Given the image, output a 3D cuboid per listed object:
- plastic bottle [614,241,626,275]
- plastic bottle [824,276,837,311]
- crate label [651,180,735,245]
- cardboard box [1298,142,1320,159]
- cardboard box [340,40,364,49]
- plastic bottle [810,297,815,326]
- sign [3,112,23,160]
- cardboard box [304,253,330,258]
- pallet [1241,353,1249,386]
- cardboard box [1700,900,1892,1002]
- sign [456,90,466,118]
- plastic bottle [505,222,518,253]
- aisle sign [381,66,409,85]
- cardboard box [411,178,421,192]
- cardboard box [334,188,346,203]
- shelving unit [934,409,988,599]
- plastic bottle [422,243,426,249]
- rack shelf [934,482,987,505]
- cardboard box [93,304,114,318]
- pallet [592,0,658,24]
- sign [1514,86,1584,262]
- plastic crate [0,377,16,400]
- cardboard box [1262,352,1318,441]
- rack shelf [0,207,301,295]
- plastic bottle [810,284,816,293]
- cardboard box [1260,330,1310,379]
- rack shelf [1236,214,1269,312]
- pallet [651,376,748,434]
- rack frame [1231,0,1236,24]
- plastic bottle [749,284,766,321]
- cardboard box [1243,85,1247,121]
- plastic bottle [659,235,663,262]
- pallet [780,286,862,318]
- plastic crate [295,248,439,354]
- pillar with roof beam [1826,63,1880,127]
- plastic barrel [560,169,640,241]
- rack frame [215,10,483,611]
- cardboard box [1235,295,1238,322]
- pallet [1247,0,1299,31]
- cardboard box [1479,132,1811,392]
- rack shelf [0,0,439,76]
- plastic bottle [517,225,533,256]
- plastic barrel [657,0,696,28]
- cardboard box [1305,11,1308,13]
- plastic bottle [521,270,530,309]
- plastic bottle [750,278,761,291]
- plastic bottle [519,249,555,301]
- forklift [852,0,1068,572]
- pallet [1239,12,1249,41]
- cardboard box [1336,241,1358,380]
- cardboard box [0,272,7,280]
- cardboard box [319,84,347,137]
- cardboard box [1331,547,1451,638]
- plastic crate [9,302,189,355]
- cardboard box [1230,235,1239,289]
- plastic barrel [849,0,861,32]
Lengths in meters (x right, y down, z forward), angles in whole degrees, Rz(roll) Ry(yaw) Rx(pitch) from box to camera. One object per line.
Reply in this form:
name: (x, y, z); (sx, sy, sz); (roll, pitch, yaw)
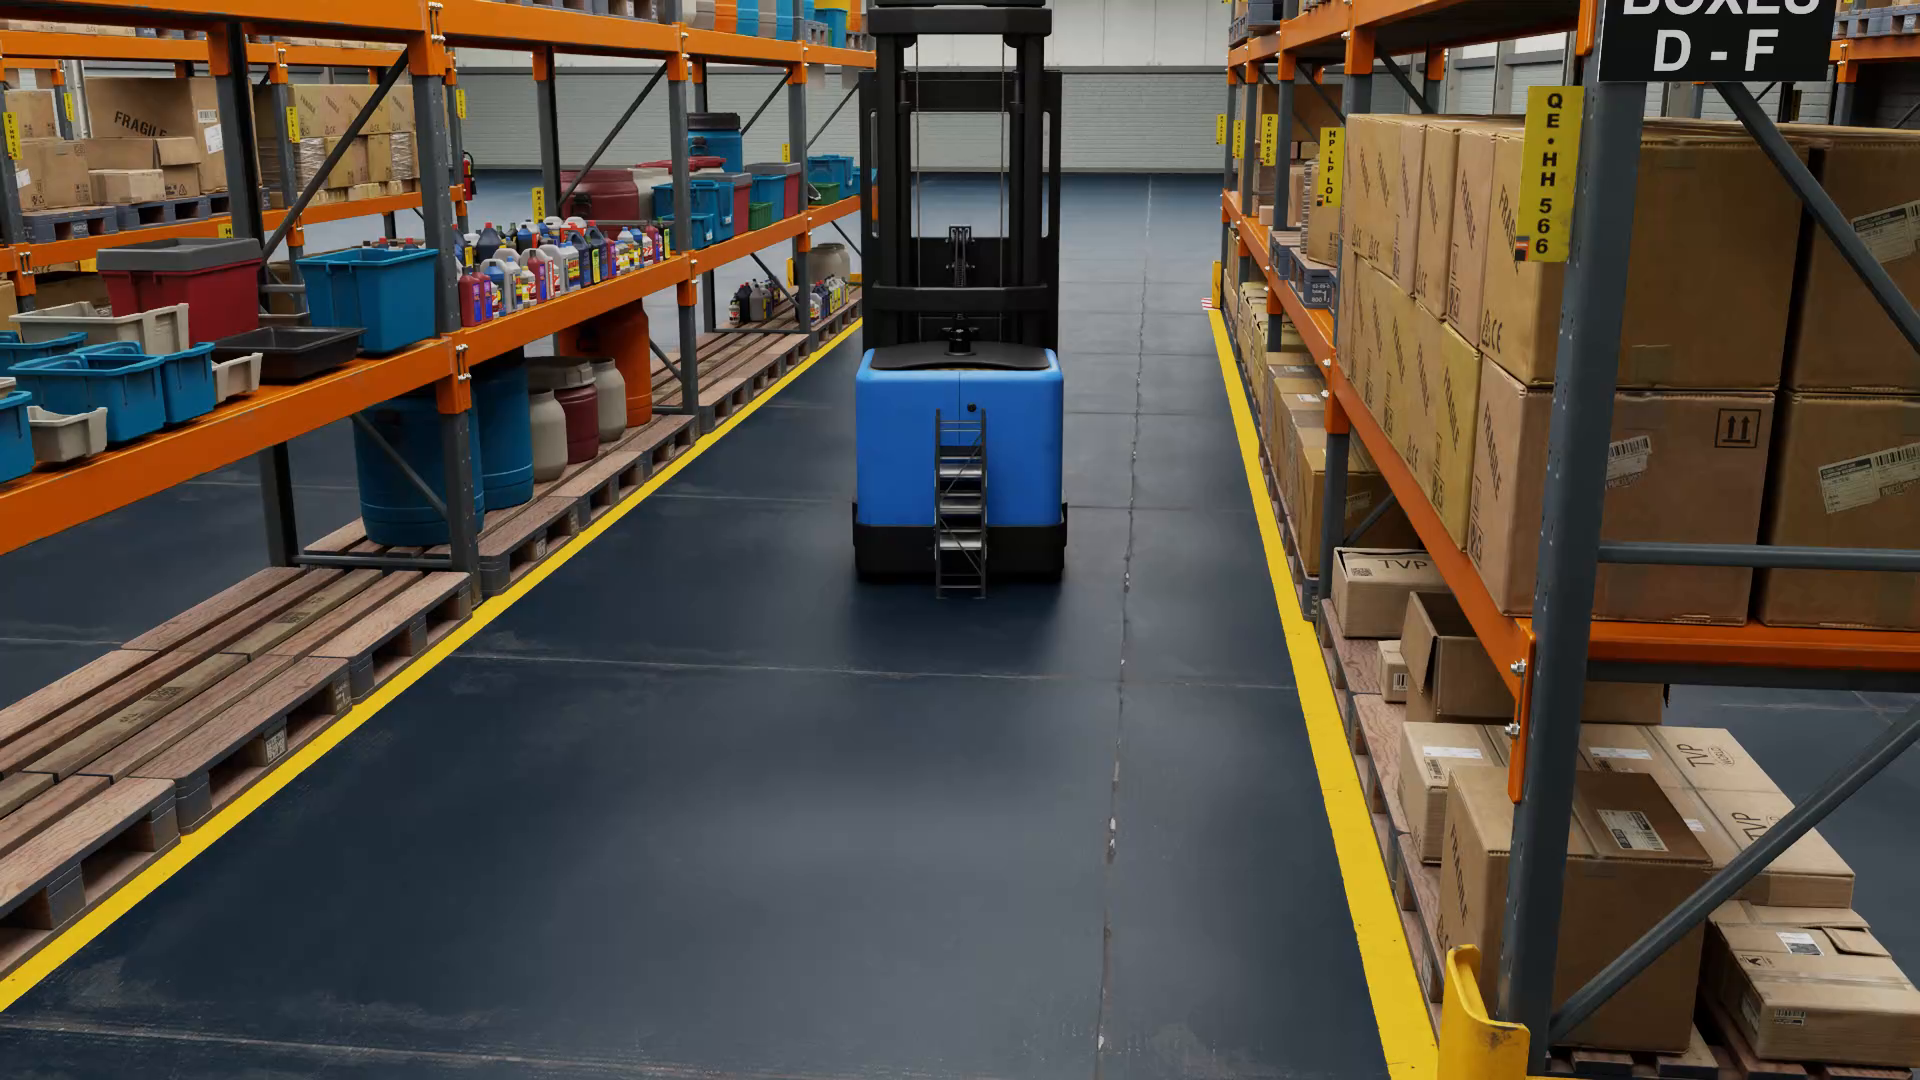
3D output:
plastic bottle: (-2.101, -1.725, 10.176); (0.097, 0.201, 0.097); (0, 15, 0)
plastic bottle: (-1.332, -2.507, 16.918); (0.144, 0.351, 0.185); (2, 15, 6)
crate label: (-1.976, -2.446, 12.394); (0.502, 0.435, 0.616); (2, 15, 6)
cardboard box: (3.239, -3.495, 14.907); (0.380, 0.149, 0.250); (2, 15, 6)
cardboard box: (-6.400, -5.113, 16.866); (0.500, 0.250, 0.500); (1, 15, 4)
plastic bottle: (-1.434, -2.182, 15.868); (0.097, 0.271, 0.097); (0, 15, 0)
sign: (-6.726, -2.869, 11.806); (0.100, 0.325, 0.005); (2, 15, 6)
cardboard box: (-6.692, -2.773, 17.656); (0.500, 0.500, 0.500); (0, 15, 1)
pallet: (2.972, -1.532, 14.421); (1.003, 0.211, 1.213); (2, 15, 6)
cardboard box: (2.079, 1.035, 4.175); (0.380, 0.166, 0.250); (2, 15, 6)
sign: (-5.826, -5.090, 19.416); (0.100, 0.325, 0.005); (2, 15, 6)
plastic bottle: (-2.839, -1.867, 10.543); (0.061, 0.283, 0.133); (2, 15, 6)
aisle sign: (-6.666, -5.680, 19.440); (0.394, 0.787, 0.004); (2, 15, 6)
cardboard box: (-6.251, -4.003, 18.701); (0.380, 0.149, 0.250); (2, 15, 6)
cardboard box: (-6.443, -3.483, 16.779); (0.380, 0.149, 0.250); (2, 15, 6)
shelving unit: (0.003, -0.174, 8.083); (0.258, 0.900, 0.210); (0, 15, 0)
plastic bottle: (-2.945, -1.514, 9.253); (0.152, 0.276, 0.135); (2, 15, 6)
rack shelf: (0.003, -0.229, 8.069); (0.258, 0.077, 0.200); (0, 15, 0)
cardboard box: (-7.172, -1.649, 13.461); (0.700, 0.500, 0.500); (0, 15, 2)
pallet: (-2.540, -3.341, 10.385); (1.003, 0.211, 1.213); (2, 15, 6)
sign: (1.113, -0.691, 3.146); (0.100, 0.325, 0.005); (2, 15, 6)
plastic crate: (-3.278, -0.448, 5.462); (0.298, 0.136, 0.250); (2, 15, 6)
cardboard box: (2.230, -0.928, 10.795); (0.500, 0.500, 0.500); (2, 15, 9)
rack shelf: (-7.052, -2.497, 14.027); (1.077, 0.370, 4.000); (2, 15, 6)
plastic bottle: (-1.482, -2.468, 16.919); (0.152, 0.276, 0.135); (2, 15, 6)
cardboard box: (2.379, -1.322, 11.692); (0.500, 0.311, 0.500); (2, 15, 8)
rack shelf: (2.791, -2.204, 12.944); (1.077, 0.370, 4.000); (2, 15, 6)
pallet: (-2.230, -1.033, 12.578); (1.003, 0.211, 1.213); (2, 15, 6)
rack frame: (3.468, -7.003, 17.822); (1.000, 3.000, 0.127); (2, 15, 6)
plastic bottle: (-1.976, -2.322, 16.233); (0.144, 0.351, 0.185); (2, 15, 6)
cardboard box: (3.342, -4.511, 17.420); (0.700, 0.500, 0.500); (1, 15, 5)
plastic bottle: (-2.009, -1.936, 10.958); (0.097, 0.201, 0.097); (0, 15, 0)
pallet: (-1.513, -2.676, 18.655); (1.003, 0.211, 1.213); (2, 15, 6)
plastic crate: (-2.522, -1.032, 7.147); (0.392, 0.384, 0.575); (2, 15, 6)
pillar with roof beam: (4.893, -6.778, 16.989); (9.100, 9.000, 0.400); (2, 15, 6)
plastic barrel: (-2.605, -2.374, 11.935); (0.600, 0.536, 0.708); (2, 15, 6)
rack frame: (-2.808, -1.142, 7.638); (1.000, 3.000, 0.127); (2, 15, 6)
cardboard box: (2.918, -2.201, 16.020); (0.500, 0.250, 0.500); (2, 15, 6)
pallet: (2.553, -3.568, 11.225); (1.213, 0.211, 1.003); (2, 15, 9)
cardboard box: (1.439, -0.612, 3.572); (0.500, 0.500, 0.500); (2, 15, 6)
rack shelf: (-3.033, -1.724, 5.422); (1.077, 0.370, 4.000); (2, 15, 6)
plastic bottle: (-2.758, -1.863, 10.553); (0.097, 0.271, 0.097); (0, 15, 0)
plastic barrel: (-2.017, -3.753, 11.333); (0.421, 0.512, 0.421); (0, 15, 0)
cardboard box: (2.492, -3.282, 9.616); (0.910, 0.500, 0.500); (2, 15, 6)
plastic bottle: (-2.284, -1.304, 8.619); (0.097, 0.201, 0.097); (0, 15, 0)
plastic bottle: (-2.061, -2.459, 16.743); (0.144, 0.351, 0.185); (2, 15, 6)
plastic bottle: (-2.272, -1.431, 8.945); (0.152, 0.276, 0.135); (2, 15, 6)
forklift: (0.002, -1.579, 9.385); (1.130, 2.935, 3.031); (0, 15, 0)
pallet: (3.087, -4.697, 15.209); (1.003, 0.211, 1.213); (2, 15, 6)
cardboard box: (1.785, -0.919, 6.623); (0.500, 0.500, 0.500); (2, 15, 8)
cardboard box: (-11.400, -3.343, 19.046); (0.875, 0.875, 0.875); (1, 15, 5)
cardboard box: (-6.468, -4.276, 16.552); (0.500, 0.500, 0.500); (2, 15, 6)
cardboard box: (1.851, 0.193, 7.009); (0.500, 0.311, 0.500); (2, 15, 6)
plastic crate: (-3.163, -0.723, 6.201); (0.437, 0.282, 0.530); (2, 15, 6)
cardboard box: (3.014, -2.823, 16.883); (0.500, 0.500, 0.500); (2, 15, 6)
plastic barrel: (-1.382, -5.982, 18.166); (0.600, 0.830, 0.708); (2, 15, 6)
